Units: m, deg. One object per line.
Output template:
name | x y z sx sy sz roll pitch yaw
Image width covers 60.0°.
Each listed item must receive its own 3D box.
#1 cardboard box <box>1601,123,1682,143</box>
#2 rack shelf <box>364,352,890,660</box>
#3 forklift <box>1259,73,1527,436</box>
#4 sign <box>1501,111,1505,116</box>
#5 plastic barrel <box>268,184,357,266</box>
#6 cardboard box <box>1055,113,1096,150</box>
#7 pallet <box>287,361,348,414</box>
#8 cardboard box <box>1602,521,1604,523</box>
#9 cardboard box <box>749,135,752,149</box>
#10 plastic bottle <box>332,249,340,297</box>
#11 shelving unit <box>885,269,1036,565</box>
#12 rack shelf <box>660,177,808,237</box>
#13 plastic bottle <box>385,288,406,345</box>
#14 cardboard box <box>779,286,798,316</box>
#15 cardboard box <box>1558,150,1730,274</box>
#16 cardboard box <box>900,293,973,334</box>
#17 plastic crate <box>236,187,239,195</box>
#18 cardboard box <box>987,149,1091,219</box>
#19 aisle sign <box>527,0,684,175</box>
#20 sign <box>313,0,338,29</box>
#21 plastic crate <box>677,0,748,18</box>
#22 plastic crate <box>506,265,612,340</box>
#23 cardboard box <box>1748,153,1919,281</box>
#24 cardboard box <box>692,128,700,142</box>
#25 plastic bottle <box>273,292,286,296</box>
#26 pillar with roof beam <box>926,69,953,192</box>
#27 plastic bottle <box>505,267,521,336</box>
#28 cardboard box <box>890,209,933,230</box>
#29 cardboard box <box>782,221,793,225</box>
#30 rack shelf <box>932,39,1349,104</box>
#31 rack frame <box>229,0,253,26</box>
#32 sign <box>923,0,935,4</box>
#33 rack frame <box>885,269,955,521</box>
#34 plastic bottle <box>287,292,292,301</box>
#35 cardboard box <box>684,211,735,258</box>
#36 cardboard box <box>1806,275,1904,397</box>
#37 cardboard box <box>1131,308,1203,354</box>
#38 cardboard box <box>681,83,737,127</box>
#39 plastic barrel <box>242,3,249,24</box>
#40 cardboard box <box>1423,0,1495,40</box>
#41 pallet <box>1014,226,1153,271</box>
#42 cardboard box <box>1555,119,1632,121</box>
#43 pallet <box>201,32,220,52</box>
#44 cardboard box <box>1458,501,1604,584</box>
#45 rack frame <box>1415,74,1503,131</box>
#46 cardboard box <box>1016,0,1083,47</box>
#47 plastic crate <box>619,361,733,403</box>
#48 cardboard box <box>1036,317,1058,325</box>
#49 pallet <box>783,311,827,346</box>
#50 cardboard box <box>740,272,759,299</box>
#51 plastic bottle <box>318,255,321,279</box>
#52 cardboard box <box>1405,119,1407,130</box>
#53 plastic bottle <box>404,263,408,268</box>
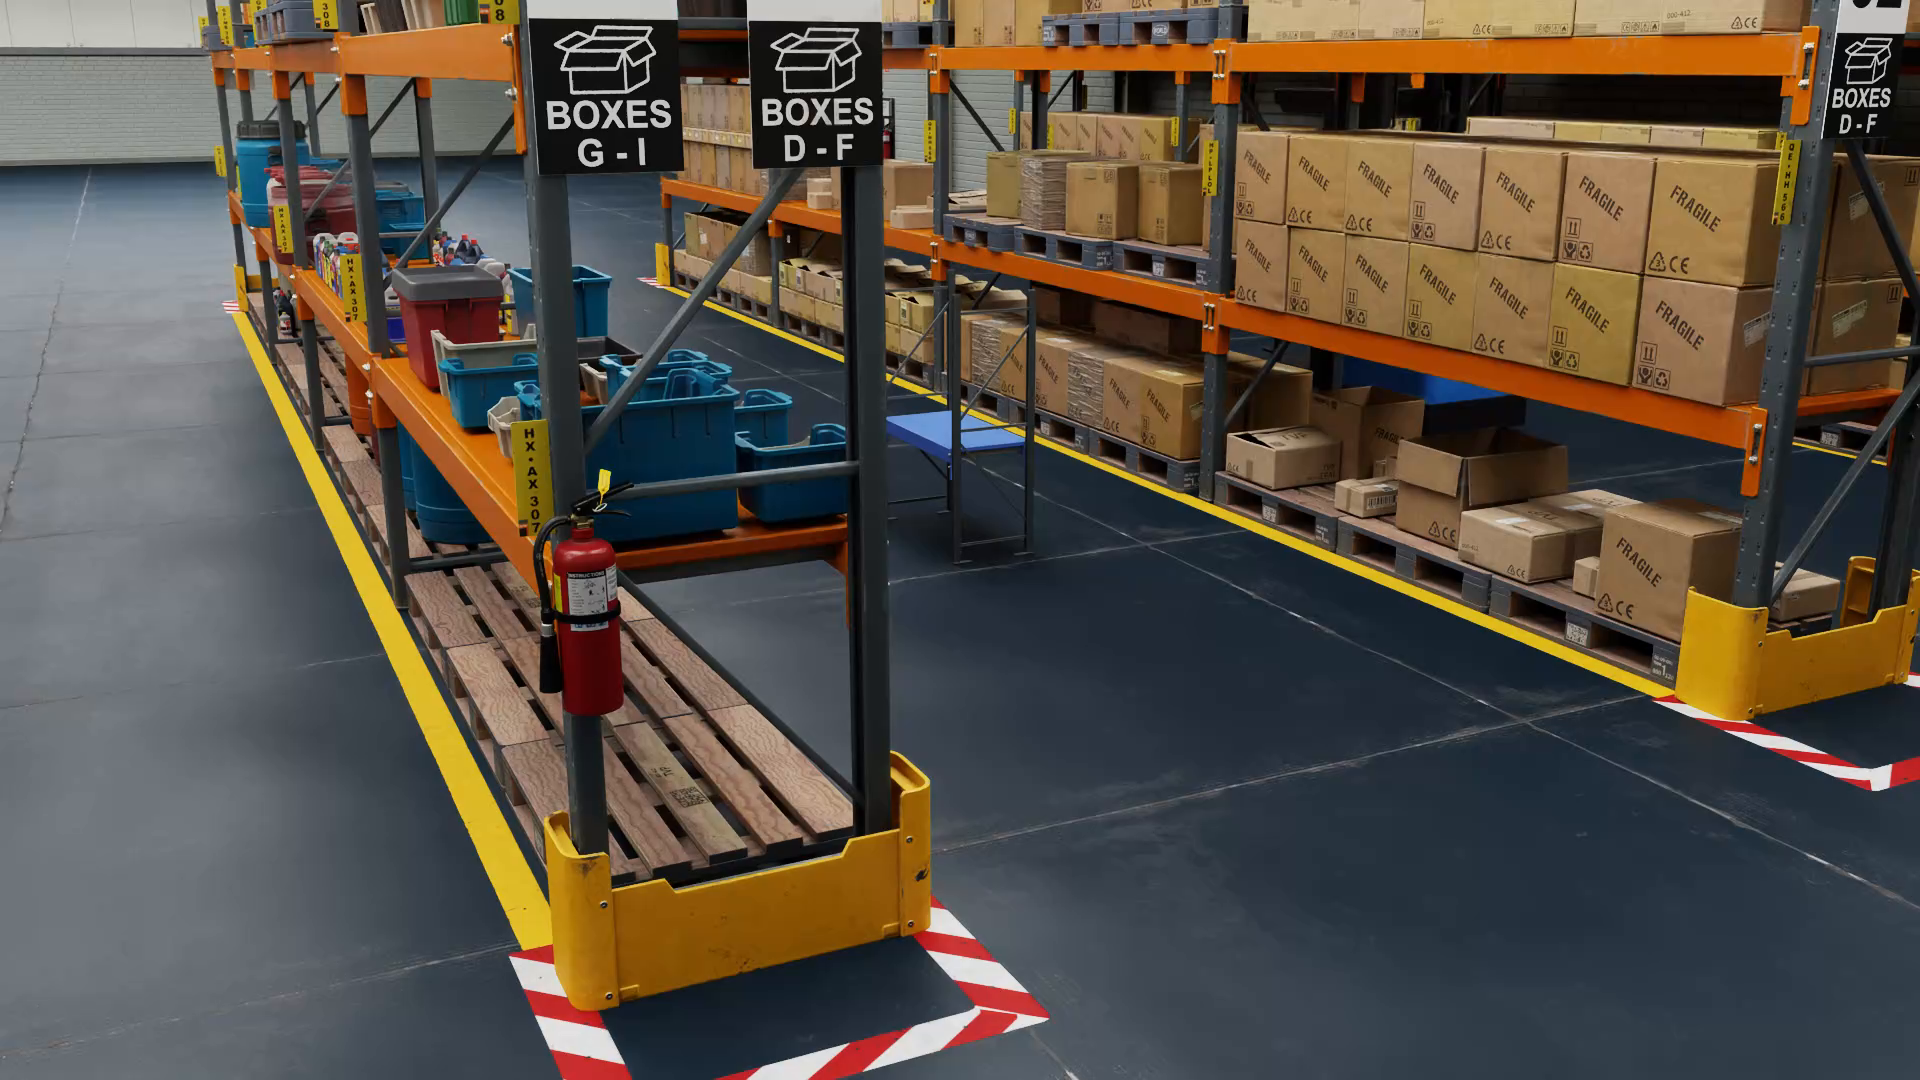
cardboard box | 5.584 -3.252 13.527 0.500 0.250 0.500 -7 18 -24
rack shelf | -1.572 -0.312 6.705 1.077 0.370 4.000 -8 18 -25
forklift | 3.145 -2.517 13.209 1.130 2.935 3.031 -8 18 -26
sign | 5.203 -3.967 16.039 0.100 0.325 0.005 -8 18 -25
plastic barrel | -4.676 -2.290 12.045 0.600 0.536 0.708 -8 18 -25
cardboard box | 1.568 -5.217 21.369 0.500 0.500 0.500 -8 18 -27
pallet | -5.035 -1.304 13.913 1.003 0.211 1.213 -8 18 -25
cardboard box | 3.557 0.057 8.300 0.500 0.250 0.500 -8 18 -25
cardboard box | -2.034 -4.263 17.810 0.380 0.149 0.250 -8 18 -27
plastic bottle | -3.836 -1.651 10.278 0.061 0.283 0.133 -8 18 -25
shelving unit | -0.037 -0.742 9.617 0.538 1.500 1.048 -8 18 -25
rack shelf | -2.375 -3.885 19.156 1.077 0.370 4.000 -8 18 -25
plastic bottle | -2.911 -1.153 8.555 0.152 0.276 0.135 -8 18 -25
cardboard box | -1.544 -2.485 17.197 0.500 0.250 0.500 -8 18 -26
cardboard box | 3.095 -1.491 7.513 0.500 0.500 0.500 -7 17 -23
cardboard box | -0.197 -1.993 14.465 0.500 0.311 0.500 -7 17 -23
plastic crate | -7.602 -3.742 17.830 0.298 0.136 0.250 -8 18 -25
cardboard box | 0.631 -2.851 13.304 0.500 0.500 0.700 15 22 42
aisle sign | -0.927 -1.358 4.333 0.394 0.787 0.004 -8 18 -25
sign | -2.943 -2.534 7.689 0.100 0.325 0.005 -8 18 -25
plastic crate | -0.614 -1.670 4.932 0.497 0.269 0.590 -8 18 -25
plastic crate | -1.937 -1.101 8.068 0.392 0.384 0.575 -8 18 -25
cardboard box | 3.801 -1.430 7.303 0.500 0.500 0.500 -7 17 -23
cardboard box | -2.938 -4.774 19.590 0.380 0.149 0.250 -8 18 -26
plastic bottle | -6.787 -2.333 16.583 0.152 0.276 0.135 -7 18 -24
pillar with roof beam | -4.214 -9.109 25.178 9.100 9.000 0.400 -8 18 -25
plastic bottle | -2.329 -1.267 8.816 0.144 0.351 0.185 -8 18 -25
cardboard box | -0.388 -2.812 14.568 0.380 0.149 0.250 -8 18 -25
cardboard box | -1.858 -3.377 18.943 0.500 0.500 0.500 -8 18 -25
rack shelf | 1.130 -3.343 11.830 1.077 0.370 4.000 -8 18 -25
rack frame | -5.953 -6.021 14.419 1.000 3.000 0.127 -8 18 -25
sign | -0.248 -4.407 13.150 0.100 0.325 0.005 -8 18 -25
rack frame | -0.260 -0.868 10.057 0.500 1.500 0.032 -8 18 -25
plastic bottle | -6.639 -2.315 16.505 0.061 0.283 0.133 -8 18 -25
cardboard box | -2.995 -3.684 20.015 0.500 0.500 0.500 -8 18 -25
cardboard box | 3.801 -0.950 7.441 0.500 0.500 0.500 -7 18 -24
cardboard box | 1.575 -1.519 11.982 0.500 0.250 0.500 -8 18 -25
cardboard box | -3.034 -5.268 20.138 0.700 0.500 0.500 -8 18 -25
plastic barrel | -7.378 -5.874 17.805 0.600 0.830 0.708 -8 18 -25
cardboard box | 2.652 -2.599 8.202 0.500 0.250 0.500 -8 18 -25
pallet | 1.110 -2.169 12.221 1.003 0.211 1.213 -8 18 -25
cardboard box | 5.583 -3.566 14.624 0.500 0.250 0.500 -8 18 -26
pallet | -7.431 -5.263 17.559 1.003 0.211 1.213 -8 18 -25
cardboard box | 2.910 0.006 8.478 0.500 0.250 0.500 -8 18 -25
rack frame | 4.705 -3.343 15.962 1.000 3.000 0.127 -8 18 -25
cardboard box | 0.927 -3.874 12.192 0.910 0.500 0.500 -8 18 -25
plastic crate | -1.085 -0.538 6.382 0.416 0.233 0.300 -8 18 -25
cardboard box | 0.875 -1.550 13.447 0.500 0.500 0.500 -7 17 -23
pallet | -1.141 -2.217 17.093 1.003 0.211 1.213 -8 18 -25
cardboard box | -2.108 -2.829 18.395 0.500 0.250 0.500 -8 18 -25
plastic bottle | -4.233 -1.848 11.111 0.097 0.201 0.097 0 16 0
cardboard box | 4.527 -3.996 16.083 0.380 0.149 0.250 -10 19 -32
plastic bottle | -3.015 -1.336 9.058 0.144 0.351 0.185 -8 18 -25
